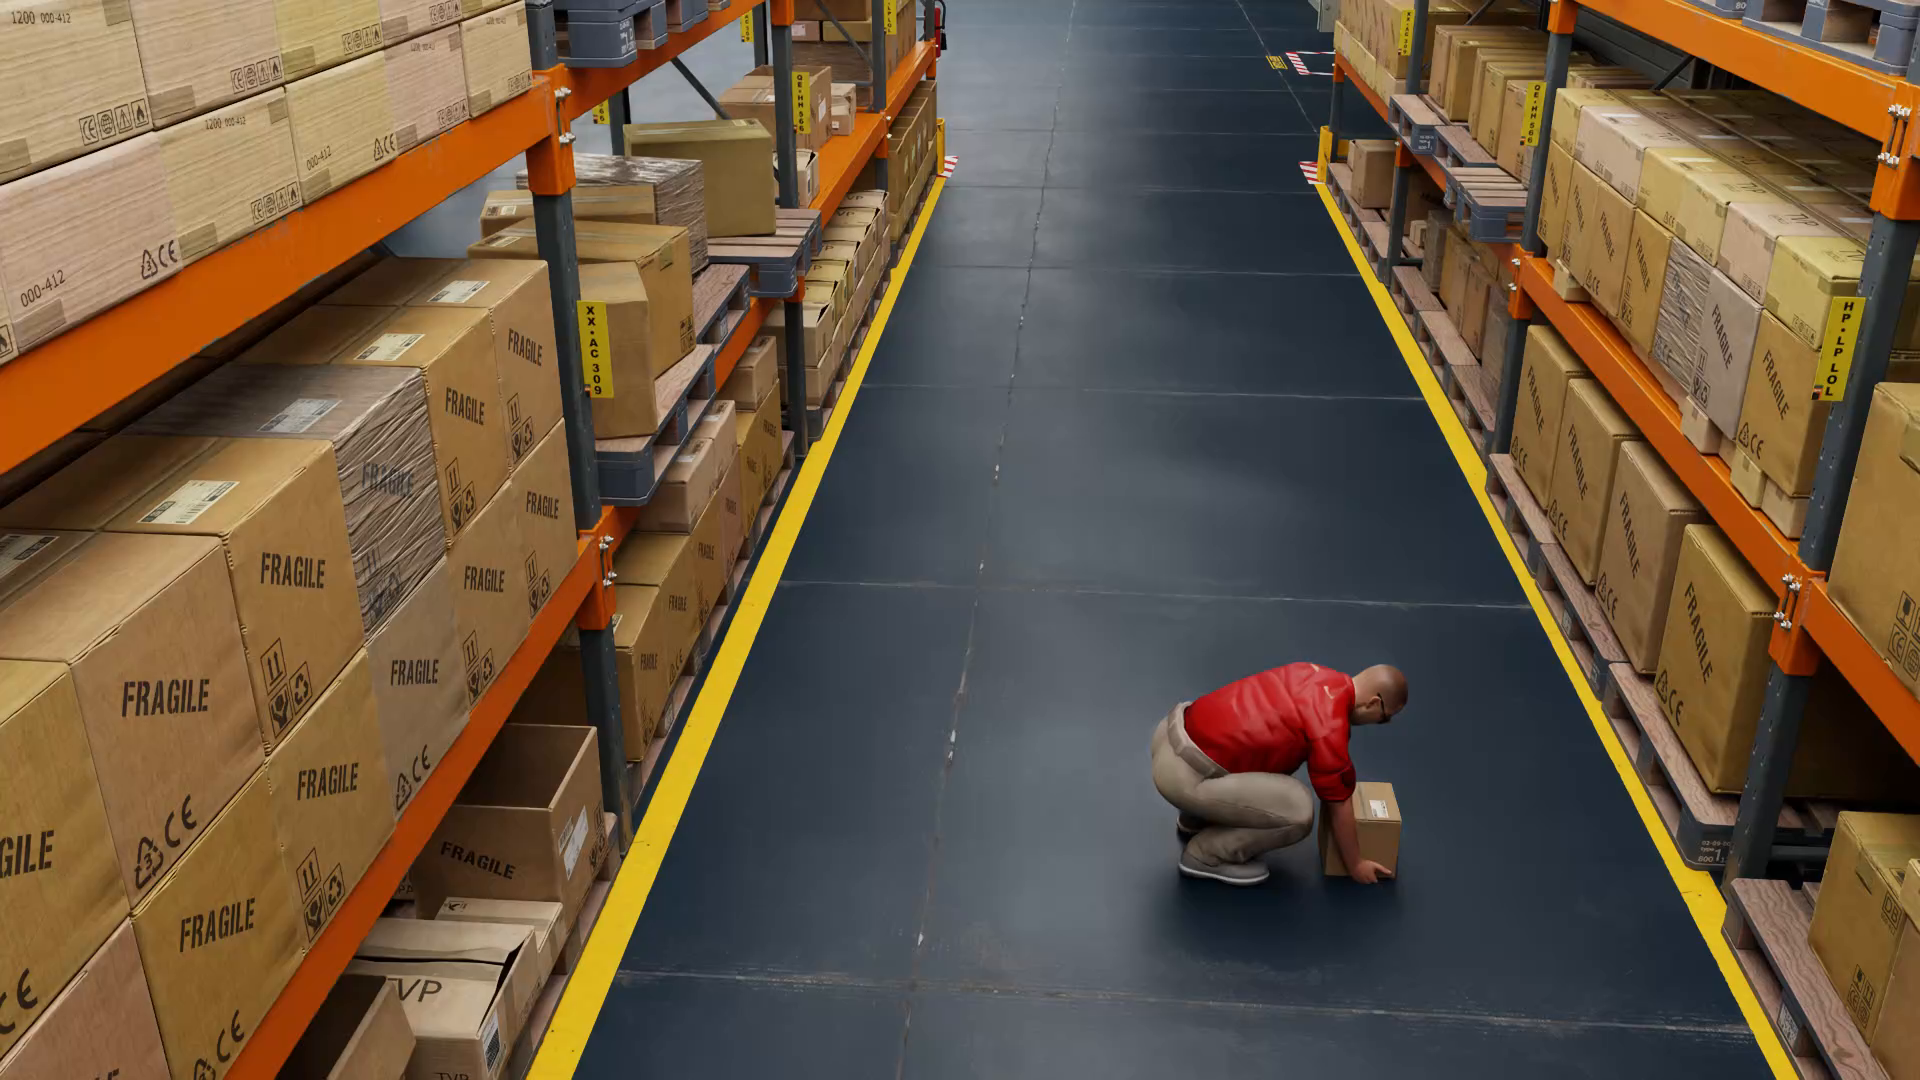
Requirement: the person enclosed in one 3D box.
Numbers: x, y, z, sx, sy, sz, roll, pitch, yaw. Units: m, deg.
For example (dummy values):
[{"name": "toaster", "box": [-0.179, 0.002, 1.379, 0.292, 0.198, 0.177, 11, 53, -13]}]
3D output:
[{"name": "person", "box": [1.136, 0.843, 6.015, 0.902, 0.849, 0.541, 1, 24, 3]}]
